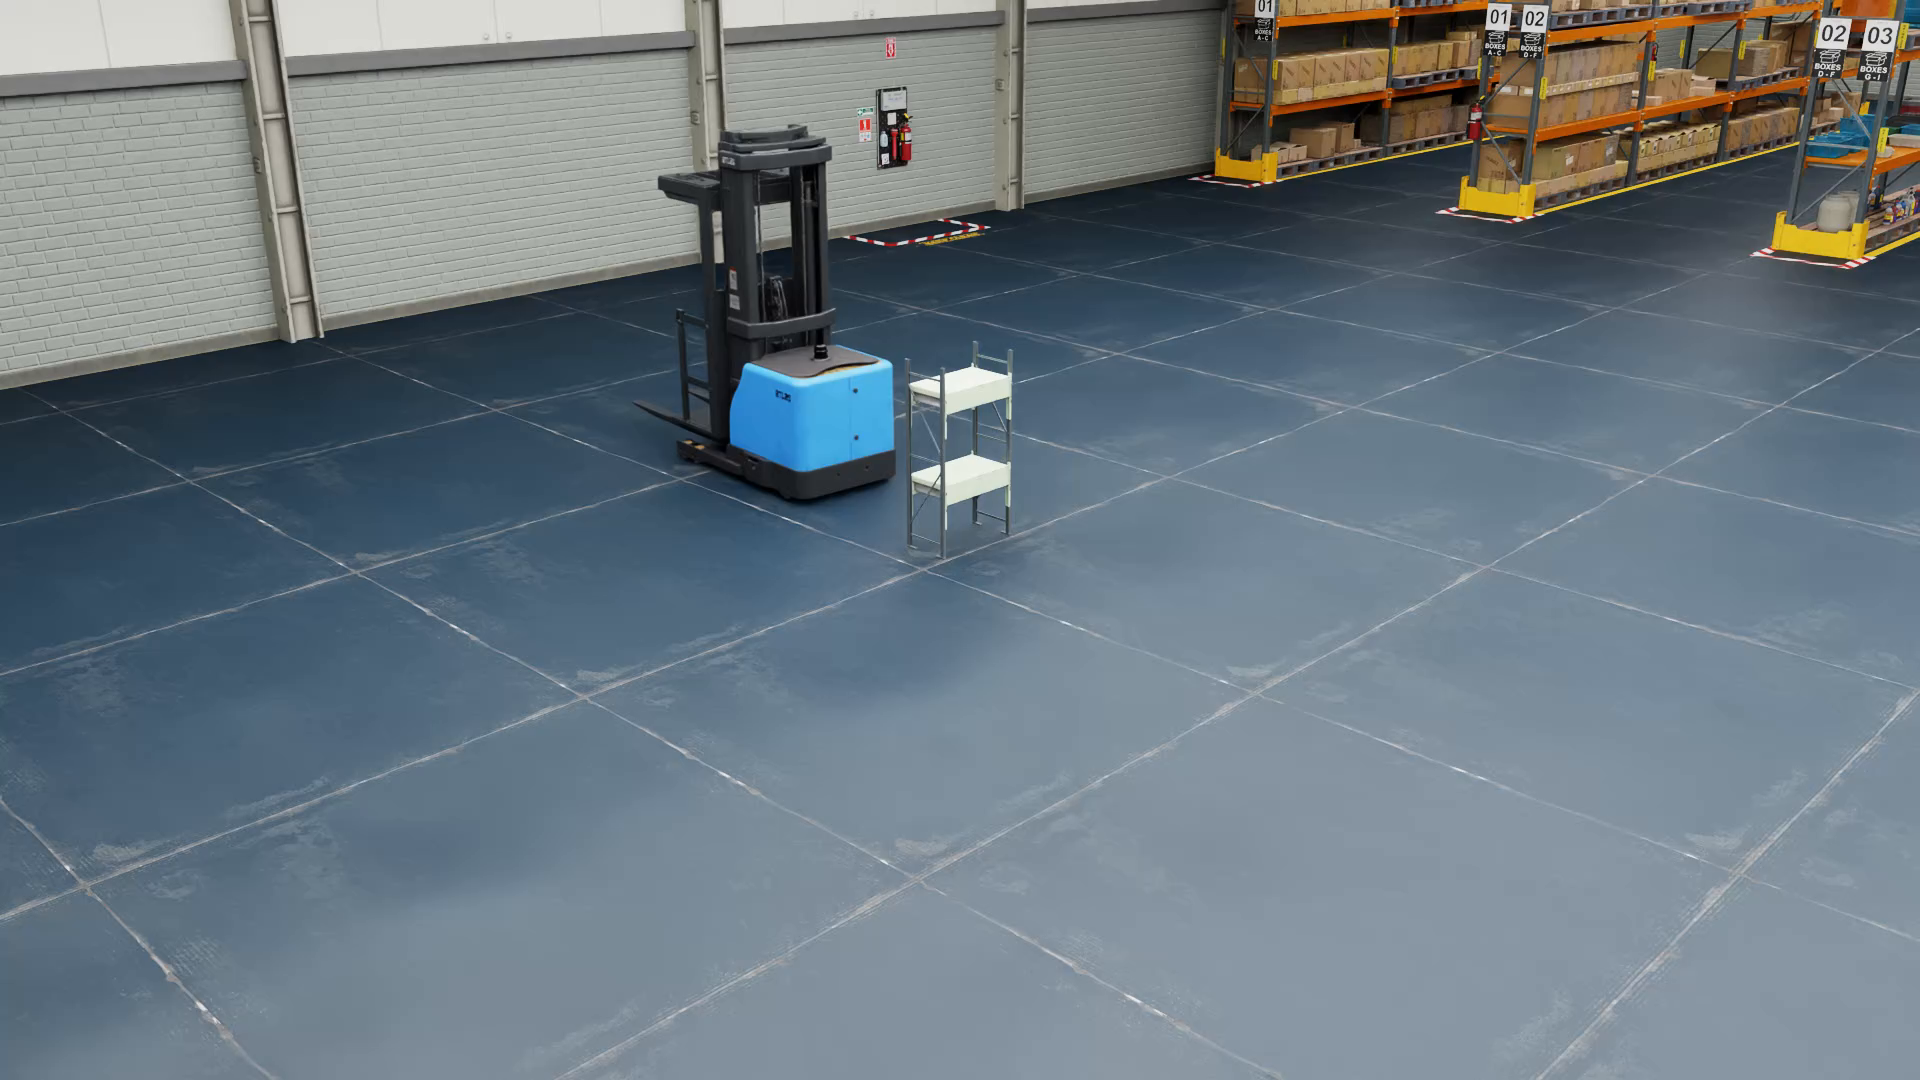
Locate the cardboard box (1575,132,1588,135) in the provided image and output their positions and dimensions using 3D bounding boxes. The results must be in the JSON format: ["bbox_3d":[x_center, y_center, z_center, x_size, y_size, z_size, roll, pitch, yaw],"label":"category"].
[{"bbox_3d":[10.571,-6.836,28.881,0.500,0.500,0.500,19,28,41],"label":"cardboard box"}]

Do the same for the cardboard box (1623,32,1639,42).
[{"bbox_3d":[15.433,-11.885,39.397,0.980,0.700,0.700,19,28,40],"label":"cardboard box"}]

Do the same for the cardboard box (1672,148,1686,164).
[{"bbox_3d":[12.993,-7.094,30.598,0.500,0.250,0.500,-20,28,-41],"label":"cardboard box"}]

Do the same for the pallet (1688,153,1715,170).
[{"bbox_3d":[13.650,-7.270,31.694,1.003,0.211,1.213,19,28,41],"label":"pallet"}]

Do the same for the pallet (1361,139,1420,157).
[{"bbox_3d":[8.452,-7.882,33.288,1.003,0.211,1.213,19,28,41],"label":"pallet"}]

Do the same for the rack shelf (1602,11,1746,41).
[{"bbox_3d":[12.857,-9.323,29.972,1.077,0.370,4.000,19,28,41],"label":"rack shelf"}]

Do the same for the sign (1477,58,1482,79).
[{"bbox_3d":[8.292,-7.507,26.481,0.100,0.325,0.005,19,28,41],"label":"sign"}]

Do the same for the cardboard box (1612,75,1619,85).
[{"bbox_3d":[10.888,-7.772,28.071,0.380,0.149,0.250,19,28,41],"label":"cardboard box"}]

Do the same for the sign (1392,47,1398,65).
[{"bbox_3d":[8.304,-9.254,31.763,0.100,0.325,0.005,19,28,41],"label":"sign"}]

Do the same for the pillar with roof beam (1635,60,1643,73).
[{"bbox_3d":[20.629,-14.702,38.781,9.100,9.000,0.400,19,28,41],"label":"pillar with roof beam"}]

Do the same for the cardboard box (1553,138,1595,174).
[{"bbox_3d":[10.253,-6.446,27.867,0.500,0.500,0.500,19,28,41],"label":"cardboard box"}]

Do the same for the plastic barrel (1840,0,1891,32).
[{"bbox_3d":[12.466,-7.429,22.857,0.600,0.830,0.708,19,28,41],"label":"plastic barrel"}]

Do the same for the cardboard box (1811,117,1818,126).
[{"bbox_3d":[18.087,-8.963,35.548,0.380,0.166,0.250,19,28,41],"label":"cardboard box"}]

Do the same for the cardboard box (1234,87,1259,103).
[{"bbox_3d":[5.307,-8.063,30.054,0.500,0.250,0.500,-20,28,-41],"label":"cardboard box"}]

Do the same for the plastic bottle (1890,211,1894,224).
[{"bbox_3d":[13.778,-4.790,24.642,0.097,0.201,0.097,0,21,0],"label":"plastic bottle"}]

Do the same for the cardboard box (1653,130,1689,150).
[{"bbox_3d":[13.000,-7.358,30.504,0.500,0.311,0.500,-19,28,-41],"label":"cardboard box"}]

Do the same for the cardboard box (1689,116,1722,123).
[{"bbox_3d":[14.736,-8.111,32.866,0.500,0.500,0.500,-19,28,-40],"label":"cardboard box"}]

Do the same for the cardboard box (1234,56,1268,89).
[{"bbox_3d":[5.296,-8.419,29.934,0.500,0.500,0.500,19,28,40],"label":"cardboard box"}]

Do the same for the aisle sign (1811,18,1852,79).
[{"bbox_3d":[11.955,-6.745,22.819,0.394,0.787,0.004,19,28,41],"label":"aisle sign"}]

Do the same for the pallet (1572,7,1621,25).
[{"bbox_3d":[10.034,-8.566,27.122,1.003,0.211,1.213,19,28,41],"label":"pallet"}]

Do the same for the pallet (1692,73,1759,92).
[{"bbox_3d":[14.675,-8.875,32.252,1.213,0.211,1.003,19,28,41],"label":"pallet"}]

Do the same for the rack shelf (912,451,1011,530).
[{"bbox_3d":[-0.005,-0.394,12.918,0.431,0.370,0.720,19,28,41],"label":"rack shelf"}]

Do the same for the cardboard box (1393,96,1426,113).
[{"bbox_3d":[9.076,-8.814,33.652,0.500,0.250,0.500,18,28,39],"label":"cardboard box"}]

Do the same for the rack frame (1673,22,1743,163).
[{"bbox_3d":[14.252,-8.773,31.718,1.000,3.000,0.127,19,28,41],"label":"rack frame"}]

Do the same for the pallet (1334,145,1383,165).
[{"bbox_3d":[7.467,-7.501,32.295,1.003,0.211,1.213,19,28,41],"label":"pallet"}]

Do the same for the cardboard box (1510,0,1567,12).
[{"bbox_3d":[9.075,-8.573,26.093,0.637,0.503,0.797,-18,27,-38],"label":"cardboard box"}]

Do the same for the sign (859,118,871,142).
[{"bbox_3d":[-1.409,-6.084,24.673,0.001,0.329,0.234,19,28,41],"label":"sign"}]

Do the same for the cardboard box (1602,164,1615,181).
[{"bbox_3d":[10.939,-6.357,28.681,0.500,0.250,0.500,19,28,41],"label":"cardboard box"}]

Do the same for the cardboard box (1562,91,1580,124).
[{"bbox_3d":[9.720,-7.142,27.337,0.700,0.500,0.500,19,28,41],"label":"cardboard box"}]

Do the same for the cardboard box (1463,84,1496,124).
[{"bbox_3d":[11.307,-9.361,35.658,0.750,0.750,0.750,19,28,40],"label":"cardboard box"}]

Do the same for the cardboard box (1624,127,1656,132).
[{"bbox_3d":[12.600,-7.486,30.836,0.500,0.311,0.500,19,28,40],"label":"cardboard box"}]

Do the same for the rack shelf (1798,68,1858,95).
[{"bbox_3d":[18.438,-9.979,35.860,1.077,0.370,4.000,19,28,41],"label":"rack shelf"}]

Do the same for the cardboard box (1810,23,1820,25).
[{"bbox_3d":[17.932,-10.498,34.674,0.500,0.500,0.500,18,28,39],"label":"cardboard box"}]

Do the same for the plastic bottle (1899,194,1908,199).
[{"bbox_3d":[14.508,-5.182,25.558,0.152,0.276,0.135,19,28,41],"label":"plastic bottle"}]

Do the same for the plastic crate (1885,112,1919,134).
[{"bbox_3d":[14.552,-6.372,25.559,0.767,0.338,0.504,19,28,41],"label":"plastic crate"}]

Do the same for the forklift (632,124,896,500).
[{"bbox_3d":[-1.896,-2.154,14.593,1.130,2.935,3.031,-17,27,-38],"label":"forklift"}]

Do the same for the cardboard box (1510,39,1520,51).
[{"bbox_3d":[11.595,-10.400,35.369,0.500,0.500,0.500,-19,28,-40],"label":"cardboard box"}]

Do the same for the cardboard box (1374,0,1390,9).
[{"bbox_3d":[7.733,-10.247,31.206,0.500,0.500,0.500,-19,28,-41],"label":"cardboard box"}]

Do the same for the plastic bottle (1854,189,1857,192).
[{"bbox_3d":[13.719,-5.212,25.532,0.144,0.351,0.185,19,28,40],"label":"plastic bottle"}]

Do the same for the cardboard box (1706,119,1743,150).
[{"bbox_3d":[14.774,-7.857,32.206,0.500,0.500,0.500,-19,28,-40],"label":"cardboard box"}]

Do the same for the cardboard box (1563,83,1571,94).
[{"bbox_3d":[9.634,-7.310,26.868,0.380,0.149,0.250,19,28,40],"label":"cardboard box"}]

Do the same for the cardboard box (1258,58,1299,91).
[{"bbox_3d":[5.668,-8.292,29.604,0.500,0.500,0.500,19,28,41],"label":"cardboard box"}]

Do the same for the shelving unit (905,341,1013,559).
[{"bbox_3d":[-0.005,-0.698,12.801,0.431,1.500,0.755,19,28,41],"label":"shelving unit"}]

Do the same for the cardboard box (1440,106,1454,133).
[{"bbox_3d":[9.793,-8.749,34.527,0.700,0.500,0.500,19,28,41],"label":"cardboard box"}]

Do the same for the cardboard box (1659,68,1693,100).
[{"bbox_3d":[13.093,-8.384,30.568,0.500,0.500,0.500,17,27,38],"label":"cardboard box"}]

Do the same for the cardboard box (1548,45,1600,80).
[{"bbox_3d":[10.106,-7.894,27.485,0.700,0.500,0.500,19,28,41],"label":"cardboard box"}]

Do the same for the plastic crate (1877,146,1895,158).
[{"bbox_3d":[13.072,-5.502,23.577,0.298,0.136,0.250,19,28,41],"label":"plastic crate"}]

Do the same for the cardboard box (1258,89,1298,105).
[{"bbox_3d":[5.687,-7.941,29.734,0.500,0.250,0.500,18,28,39],"label":"cardboard box"}]

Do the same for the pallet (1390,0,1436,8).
[{"bbox_3d":[8.417,-10.428,32.106,1.213,0.211,1.003,19,28,41],"label":"pallet"}]

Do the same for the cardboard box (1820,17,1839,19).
[{"bbox_3d":[18.975,-11.158,36.392,0.500,0.500,0.500,20,28,41],"label":"cardboard box"}]

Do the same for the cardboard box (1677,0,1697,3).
[{"bbox_3d":[12.839,-9.747,29.696,0.500,0.250,0.500,16,26,36],"label":"cardboard box"}]

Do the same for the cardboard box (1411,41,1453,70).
[{"bbox_3d":[9.526,-9.815,33.676,0.700,0.500,0.500,19,28,41],"label":"cardboard box"}]

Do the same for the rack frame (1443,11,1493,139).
[{"bbox_3d":[10.700,-10.012,34.942,1.000,3.000,0.127,19,28,41],"label":"rack frame"}]

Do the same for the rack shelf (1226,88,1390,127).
[{"bbox_3d":[6.515,-8.134,31.058,1.077,0.370,4.000,19,28,41],"label":"rack shelf"}]

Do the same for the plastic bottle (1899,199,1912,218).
[{"bbox_3d":[14.290,-5.027,25.156,0.135,0.276,0.152,-20,28,-41],"label":"plastic bottle"}]
